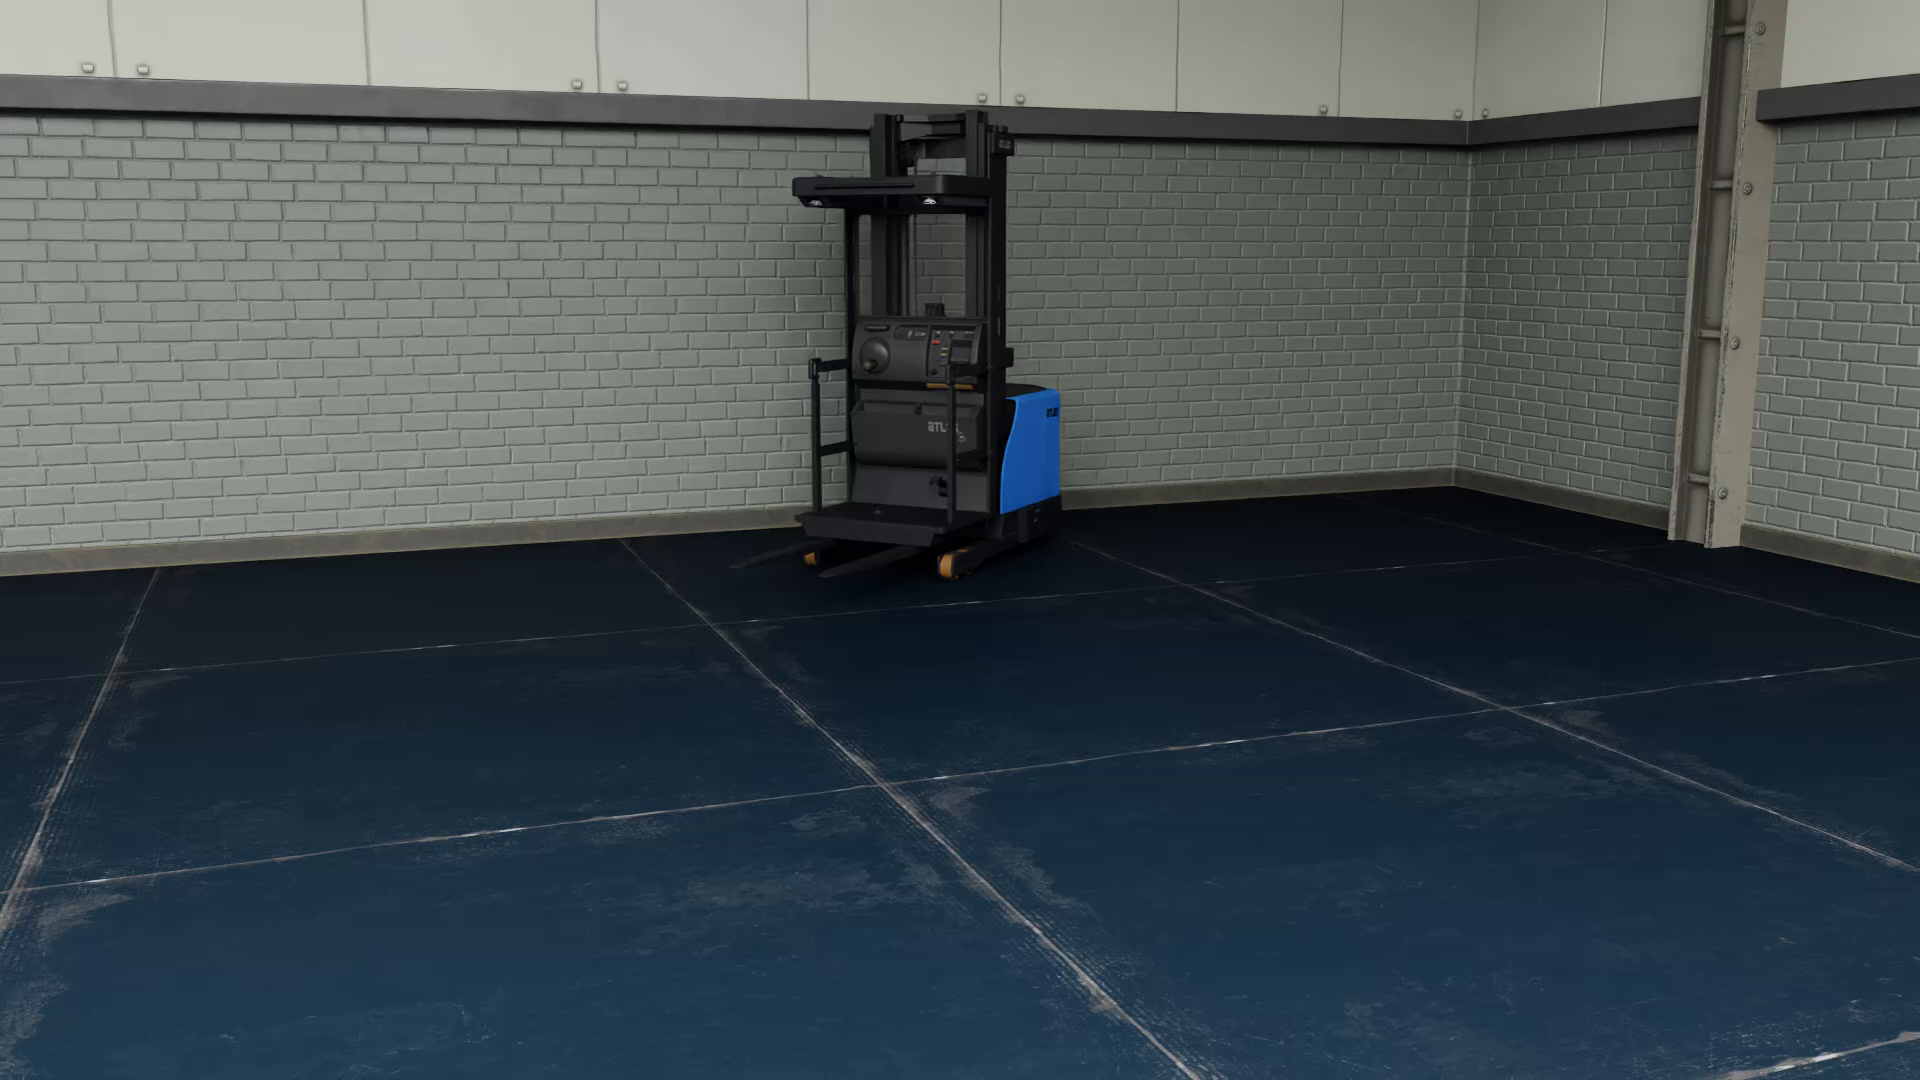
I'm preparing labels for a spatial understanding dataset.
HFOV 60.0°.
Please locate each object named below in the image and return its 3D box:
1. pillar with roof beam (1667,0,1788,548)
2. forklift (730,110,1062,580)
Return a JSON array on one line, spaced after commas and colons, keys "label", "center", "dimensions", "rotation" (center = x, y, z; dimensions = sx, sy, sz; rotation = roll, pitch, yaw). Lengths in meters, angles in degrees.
[{"label": "pillar with roof beam", "center": [1.287, -4.142, 9.512], "dimensions": [9.100, 9.000, 0.400], "rotation": [-4, 11, -21]}, {"label": "forklift", "center": [-0.377, -1.279, 10.739], "dimensions": [1.130, 2.935, 3.031], "rotation": [5, 11, 26]}]
